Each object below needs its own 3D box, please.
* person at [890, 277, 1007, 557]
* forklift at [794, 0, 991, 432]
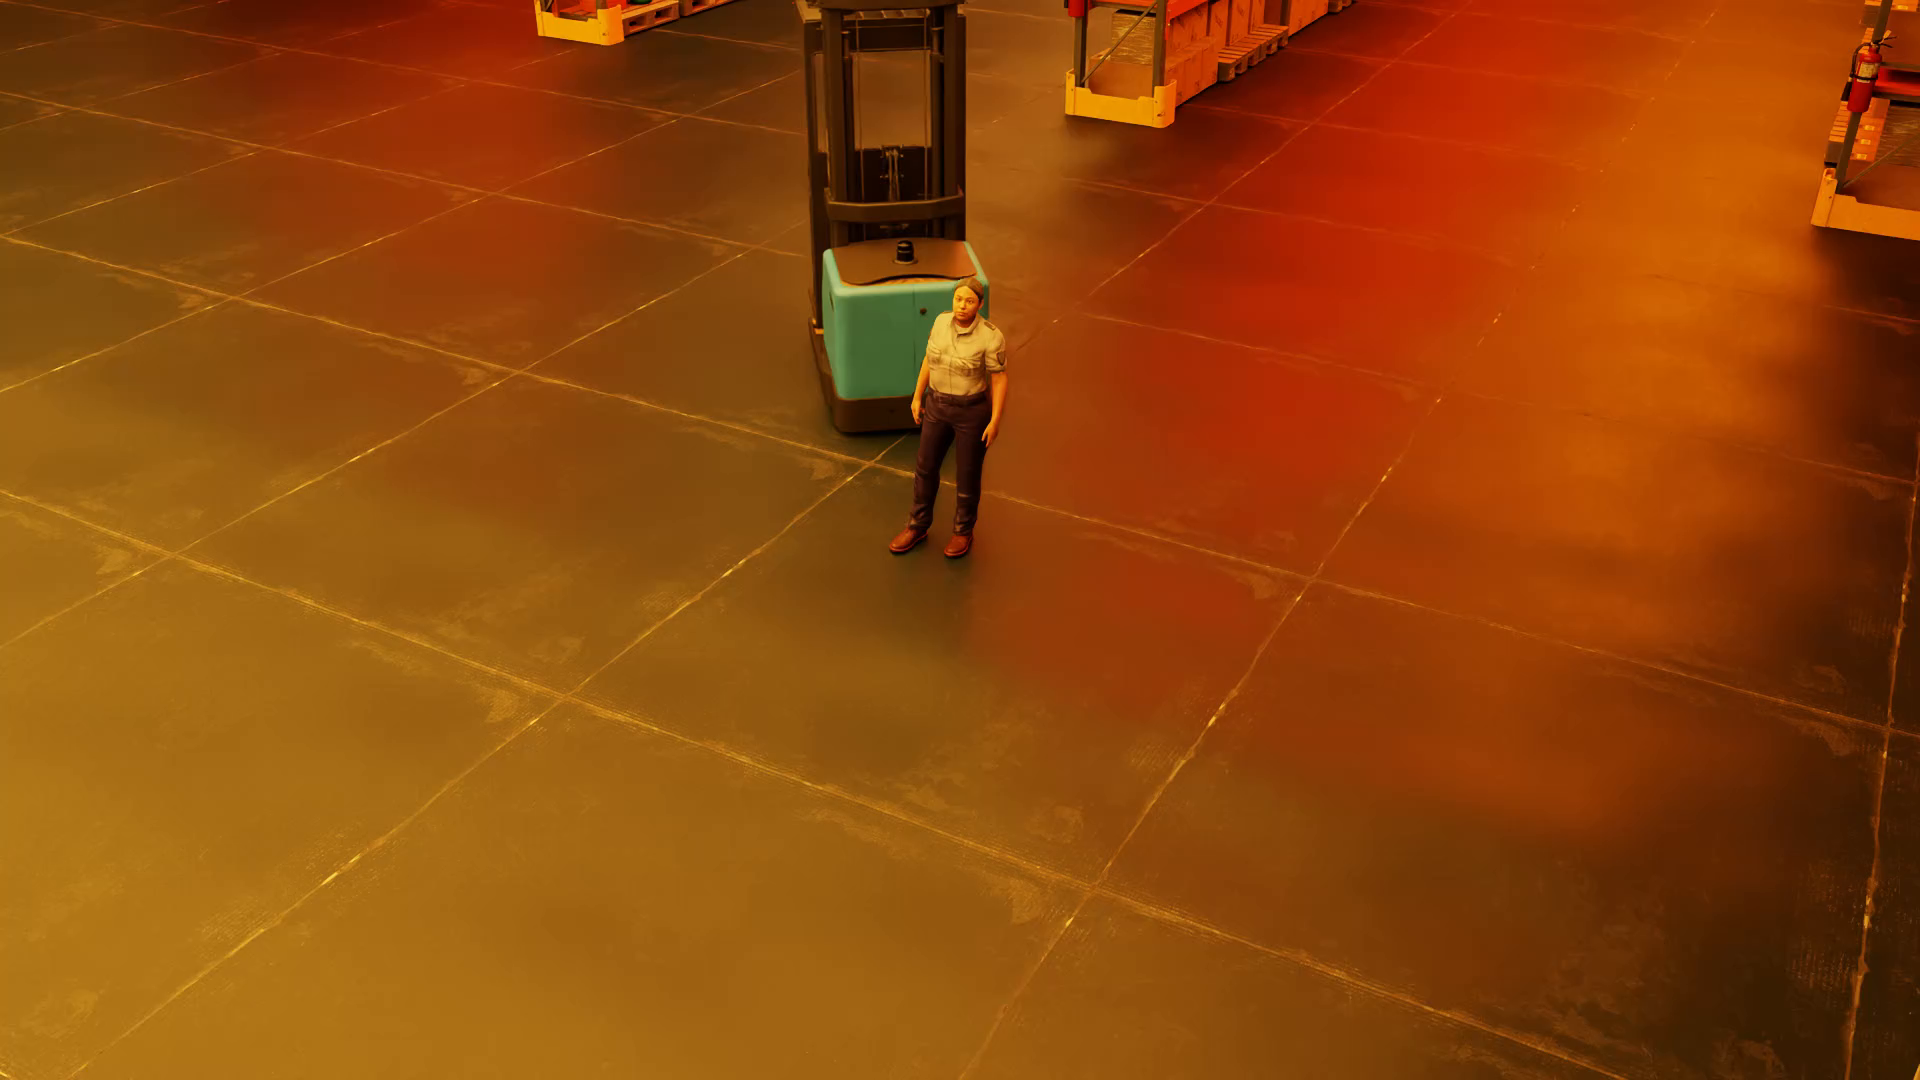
[{"bbox_3d":[-0.063,-0.686,9.529,0.599,1.650,0.503,15,33,25],"label":"person"},{"bbox_3d":[-0.544,-2.706,11.760,1.130,2.935,3.031,-5,30,-8],"label":"forklift"}]
